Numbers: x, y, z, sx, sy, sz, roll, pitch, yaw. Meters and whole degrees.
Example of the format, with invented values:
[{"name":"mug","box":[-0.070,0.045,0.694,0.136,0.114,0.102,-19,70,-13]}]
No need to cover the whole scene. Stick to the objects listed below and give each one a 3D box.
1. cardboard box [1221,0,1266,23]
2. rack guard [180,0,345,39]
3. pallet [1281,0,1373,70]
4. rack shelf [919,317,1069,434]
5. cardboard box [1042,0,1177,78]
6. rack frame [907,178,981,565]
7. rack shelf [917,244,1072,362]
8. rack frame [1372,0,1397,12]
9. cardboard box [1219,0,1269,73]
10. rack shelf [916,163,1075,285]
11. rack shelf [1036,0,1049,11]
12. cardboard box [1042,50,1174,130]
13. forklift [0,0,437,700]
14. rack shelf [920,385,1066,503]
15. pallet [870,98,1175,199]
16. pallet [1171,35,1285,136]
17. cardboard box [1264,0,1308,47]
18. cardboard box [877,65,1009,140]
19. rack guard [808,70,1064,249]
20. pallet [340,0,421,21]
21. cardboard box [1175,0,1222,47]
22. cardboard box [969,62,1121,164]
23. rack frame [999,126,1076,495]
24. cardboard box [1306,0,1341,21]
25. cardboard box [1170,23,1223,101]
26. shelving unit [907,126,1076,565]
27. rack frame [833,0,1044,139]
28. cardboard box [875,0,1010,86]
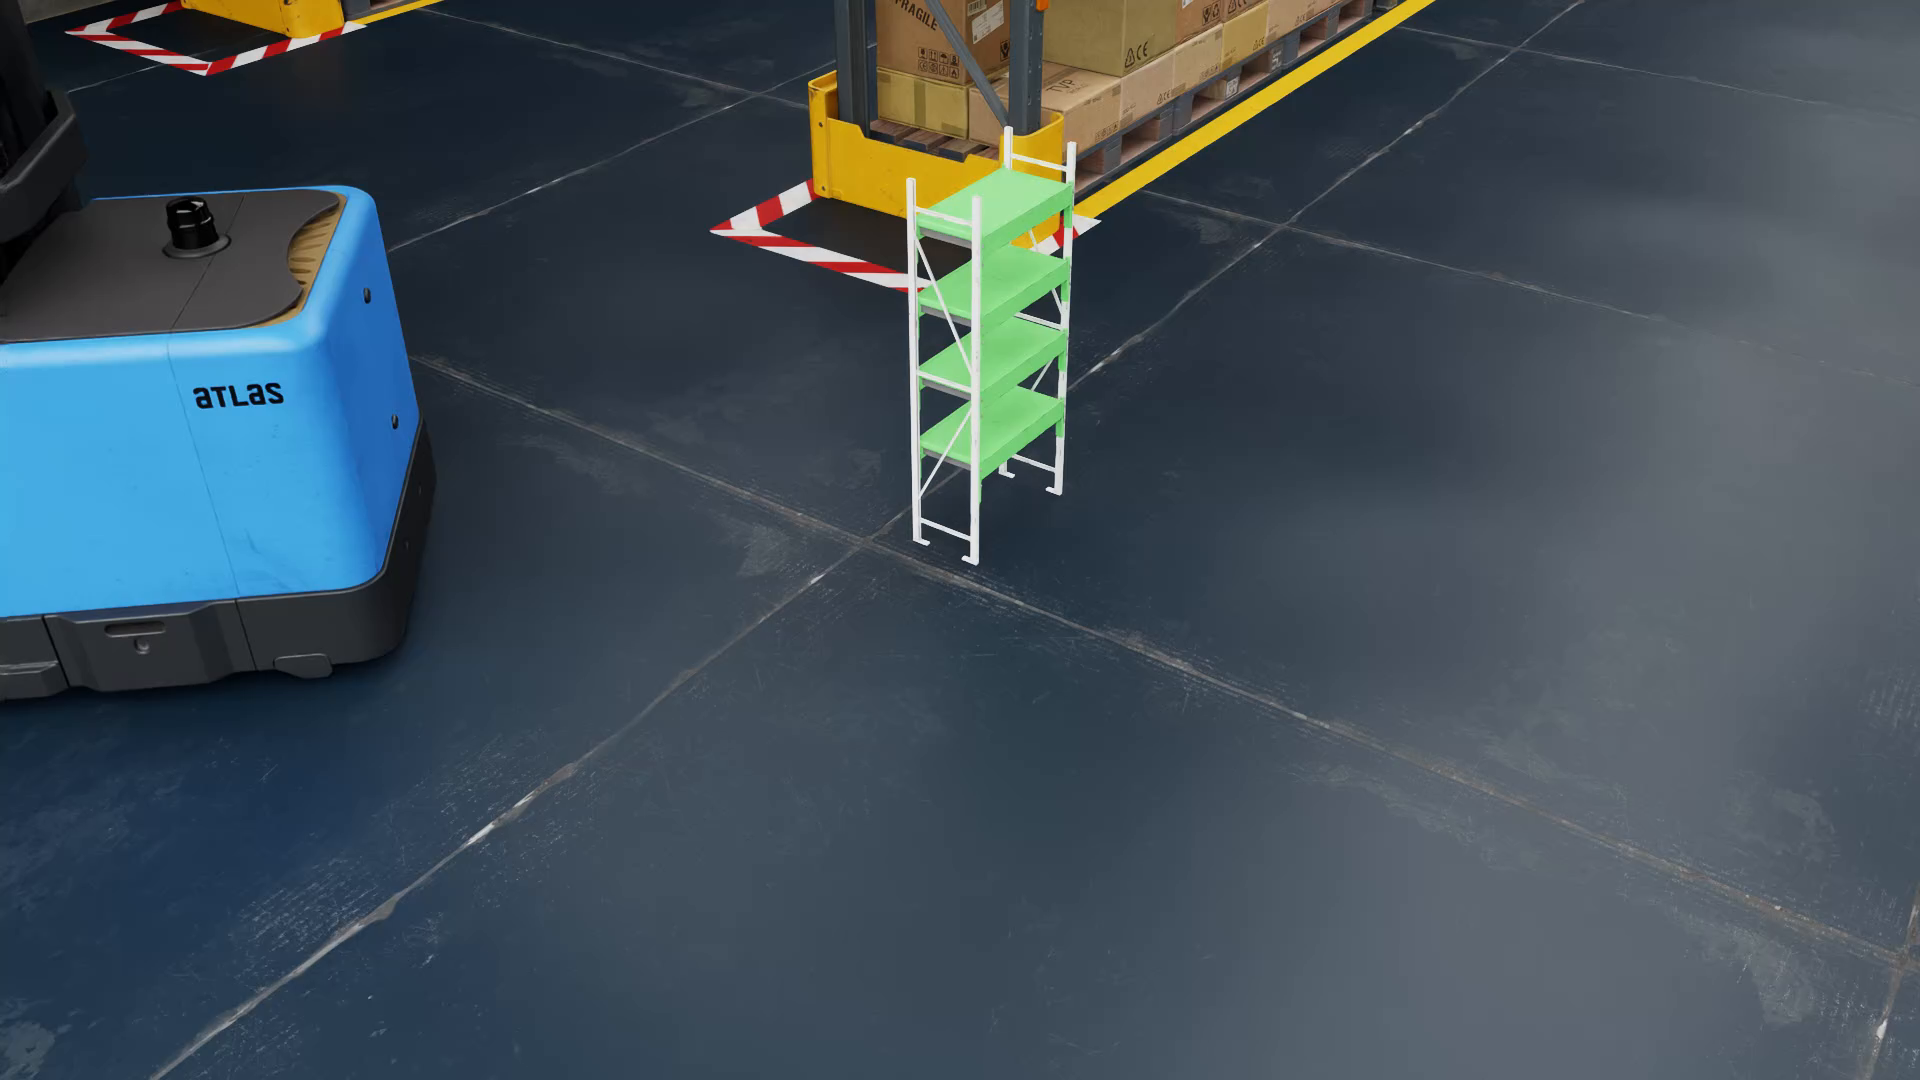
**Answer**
[{"name":"cardboard box","box":[1.242,-2.946,8.339,0.500,0.500,0.500,21,39,28]},{"name":"rack guard","box":[-4.132,-3.316,9.707,1.175,0.500,0.348,21,39,28]},{"name":"pallet","box":[1.689,-3.069,9.599,1.003,0.211,1.213,21,39,28]},{"name":"rack shelf","box":[0.094,-0.520,5.062,0.258,0.148,0.480,21,39,28]},{"name":"cardboard box","box":[0.668,-2.488,7.661,0.500,0.500,0.500,21,39,28]},{"name":"rack frame","box":[-0.045,-0.461,4.860,0.240,1.200,0.015,21,39,28]},{"name":"rack shelf","box":[0.094,-0.719,4.928,0.258,0.148,0.480,21,39,28]},{"name":"rack frame","box":[2.177,-4.576,9.339,1.000,3.000,0.127,21,39,28]},{"name":"cardboard box","box":[1.242,-2.636,8.550,0.500,0.250,0.500,21,39,28]},{"name":"rack shelf","box":[0.094,-0.918,4.793,0.258,0.148,0.480,21,39,28]},{"name":"rack shelf","box":[1.037,-3.358,8.180,1.077,0.370,4.000,21,39,28]},{"name":"cardboard box","box":[0.667,-2.177,7.872,0.500,0.250,0.500,21,39,28]},{"name":"forklift","box":[-3.139,-0.992,4.101,3.031,2.935,1.130,-5,34,-7]},{"name":"rack shelf","box":[0.094,-0.321,5.197,0.258,0.148,0.480,21,39,28]},{"name":"pallet","box":[0.298,-1.946,7.939,1.003,0.211,1.213,21,39,28]},{"name":"pallet","box":[0.994,-2.505,8.765,1.003,0.211,1.213,21,39,28]},{"name":"cardboard box","box":[1.526,-2.866,8.890,0.500,0.250,0.500,21,39,28]},{"name":"cardboard box","box":[-0.041,-2.112,7.775,0.500,0.250,0.500,21,39,28]},{"name":"rack guard","box":[-0.117,-1.689,7.301,1.175,0.500,0.348,21,39,28]},{"name":"pallet","box":[-3.640,-3.558,10.324,1.003,0.211,1.213,21,39,28]},{"name":"cardboard box","box":[0.943,-2.722,8.007,0.500,0.500,0.500,21,39,28]},{"name":"cardboard box","box":[0.385,-1.946,7.530,0.500,0.250,0.500,21,39,28]},{"name":"rack frame","box":[0.234,-0.685,5.193,0.240,1.200,0.015,21,39,28]},{"name":"cardboard box","box":[1.799,-3.101,9.238,0.500,0.250,0.500,21,39,28]},{"name":"cardboard box","box":[0.952,-2.407,8.212,0.500,0.250,0.500,21,39,28]},{"name":"shelving unit","box":[0.094,-0.573,5.027,0.258,1.200,0.503,21,39,28]},{"name":"rack frame","box":[-0.104,-2.735,6.617,1.000,3.000,0.127,21,39,28]},{"name":"cardboard box","box":[-0.042,-2.423,7.565,0.500,0.500,0.500,21,39,28]}]
